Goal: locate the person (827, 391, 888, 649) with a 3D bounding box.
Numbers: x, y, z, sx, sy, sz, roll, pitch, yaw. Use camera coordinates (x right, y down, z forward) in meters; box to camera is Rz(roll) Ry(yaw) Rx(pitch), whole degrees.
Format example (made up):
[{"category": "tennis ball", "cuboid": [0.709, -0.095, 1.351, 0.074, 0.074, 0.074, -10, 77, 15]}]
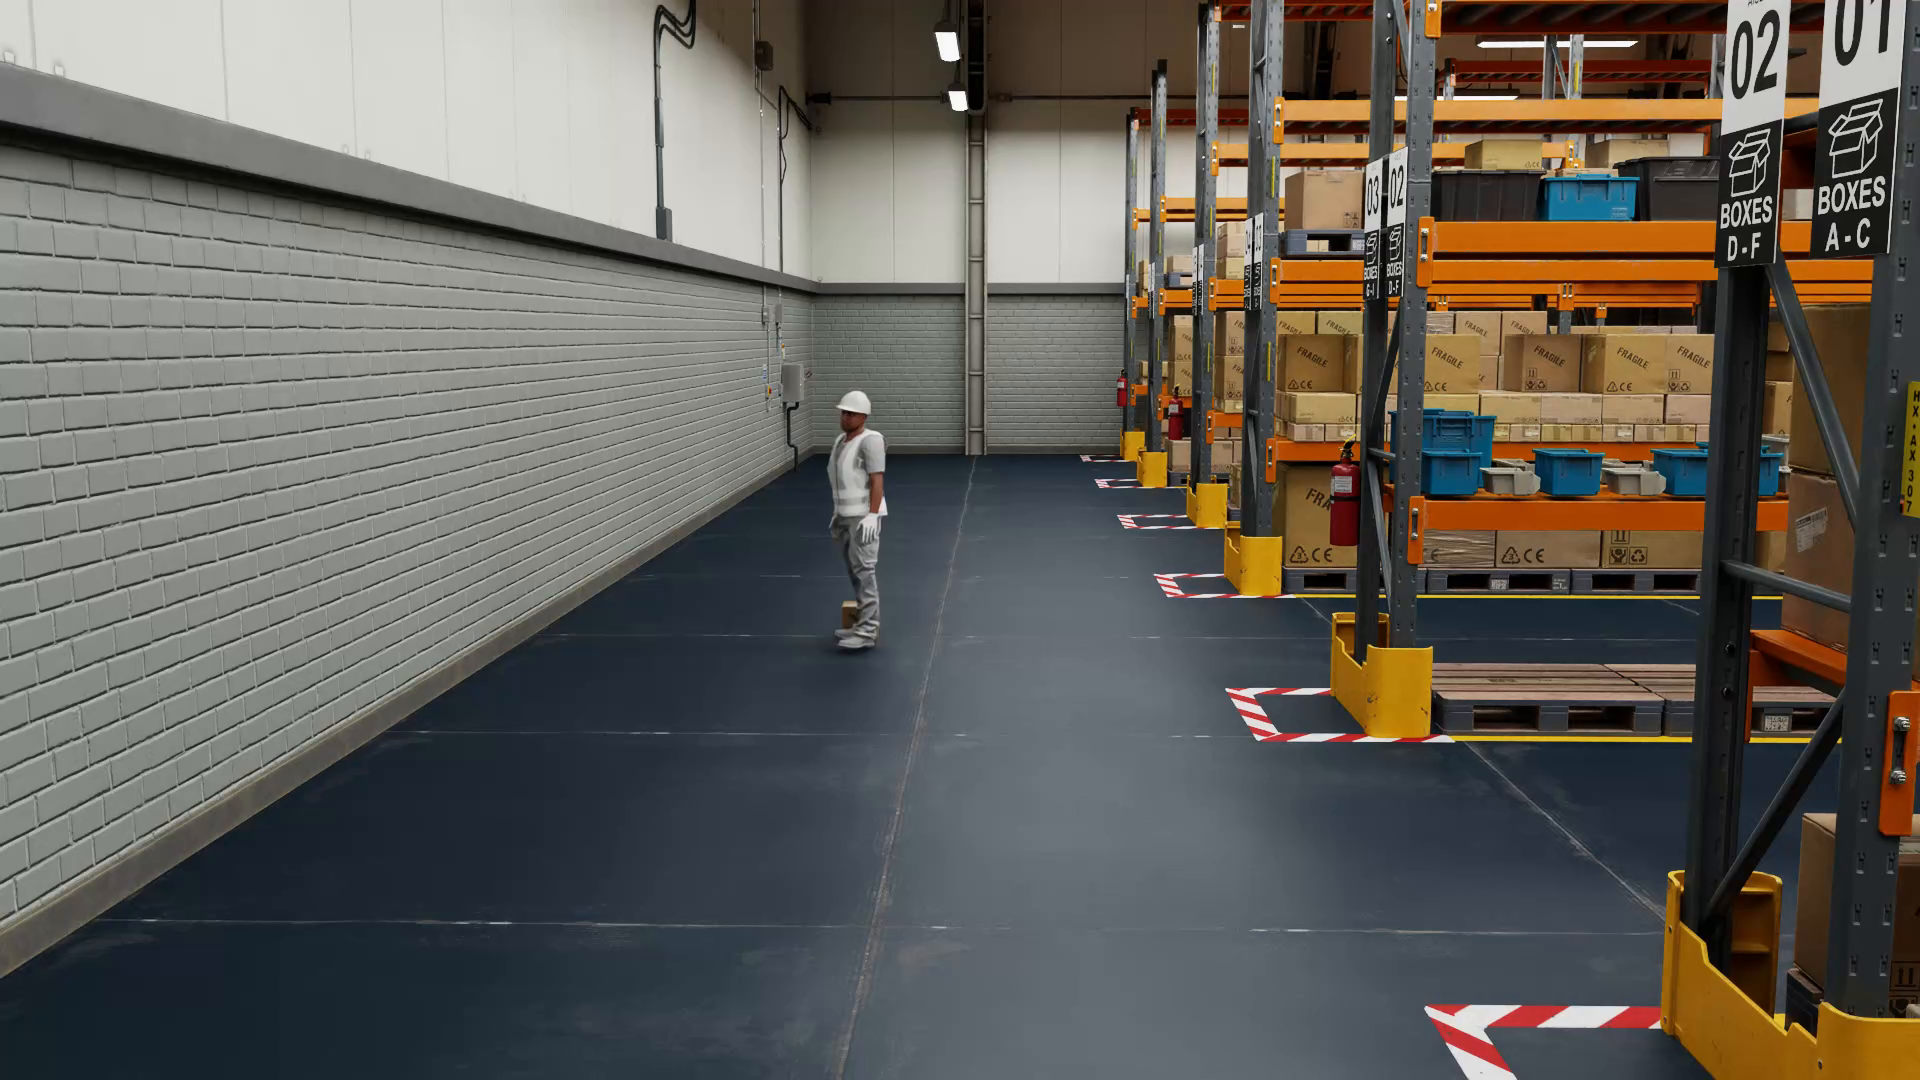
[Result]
[{"category": "person", "cuboid": [-0.743, -0.149, 11.635, 0.442, 1.784, 0.617, -4, 8, -28]}]
